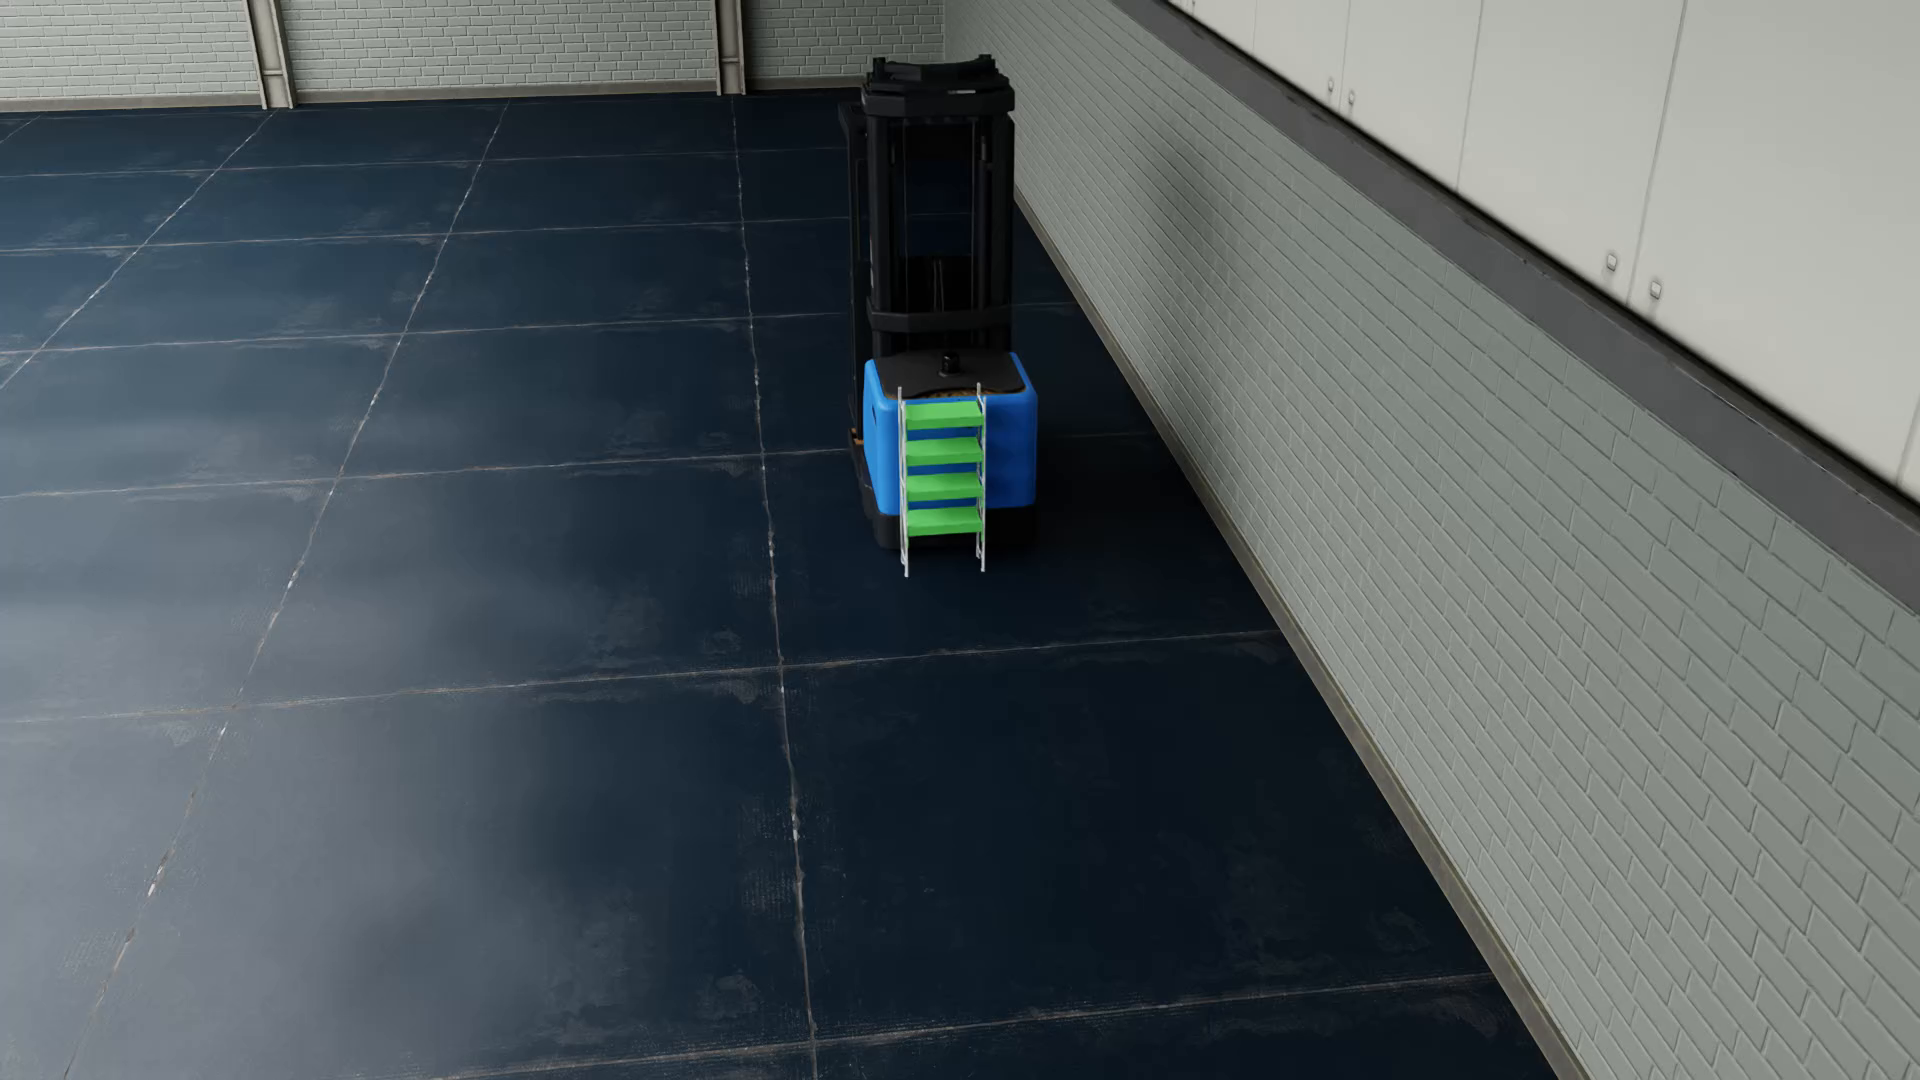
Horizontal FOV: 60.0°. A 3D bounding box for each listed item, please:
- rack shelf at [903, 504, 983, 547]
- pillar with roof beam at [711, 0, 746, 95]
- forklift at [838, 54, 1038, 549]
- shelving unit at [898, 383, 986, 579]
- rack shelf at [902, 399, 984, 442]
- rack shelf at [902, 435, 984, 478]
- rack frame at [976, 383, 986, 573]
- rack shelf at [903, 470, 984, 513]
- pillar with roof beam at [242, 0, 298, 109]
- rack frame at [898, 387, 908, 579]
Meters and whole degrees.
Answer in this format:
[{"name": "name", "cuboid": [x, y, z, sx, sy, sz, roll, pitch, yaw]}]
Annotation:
[{"name": "rack shelf", "cuboid": [-0.109, -0.091, 10.482, 0.480, 0.148, 0.258, -4, 27, -8]}, {"name": "pillar with roof beam", "cuboid": [-2.565, -8.256, 17.186, 0.400, 9.000, 9.100, -4, 27, -7]}, {"name": "forklift", "cuboid": [-0.226, -1.892, 11.429, 1.130, 2.935, 3.031, -4, 27, -8]}, {"name": "shelving unit", "cuboid": [-0.109, -0.362, 10.343, 0.503, 1.200, 0.258, -4, 27, -8]}, {"name": "rack shelf", "cuboid": [-0.109, -0.732, 10.153, 0.480, 0.148, 0.258, -4, 27, -8]}, {"name": "rack shelf", "cuboid": [-0.109, -0.518, 10.262, 0.480, 0.148, 0.258, -4, 27, -8]}, {"name": "rack frame", "cuboid": [0.132, -0.378, 10.375, 0.015, 1.200, 0.240, -4, 27, -8]}, {"name": "rack shelf", "cuboid": [-0.109, -0.305, 10.372, 0.480, 0.148, 0.258, -4, 27, -8]}, {"name": "pillar with roof beam", "cuboid": [-8.506, -7.875, 16.442, 0.400, 9.000, 9.100, -4, 27, -7]}, {"name": "rack frame", "cuboid": [-0.351, -0.345, 10.310, 0.015, 1.200, 0.240, -4, 27, -8]}]
